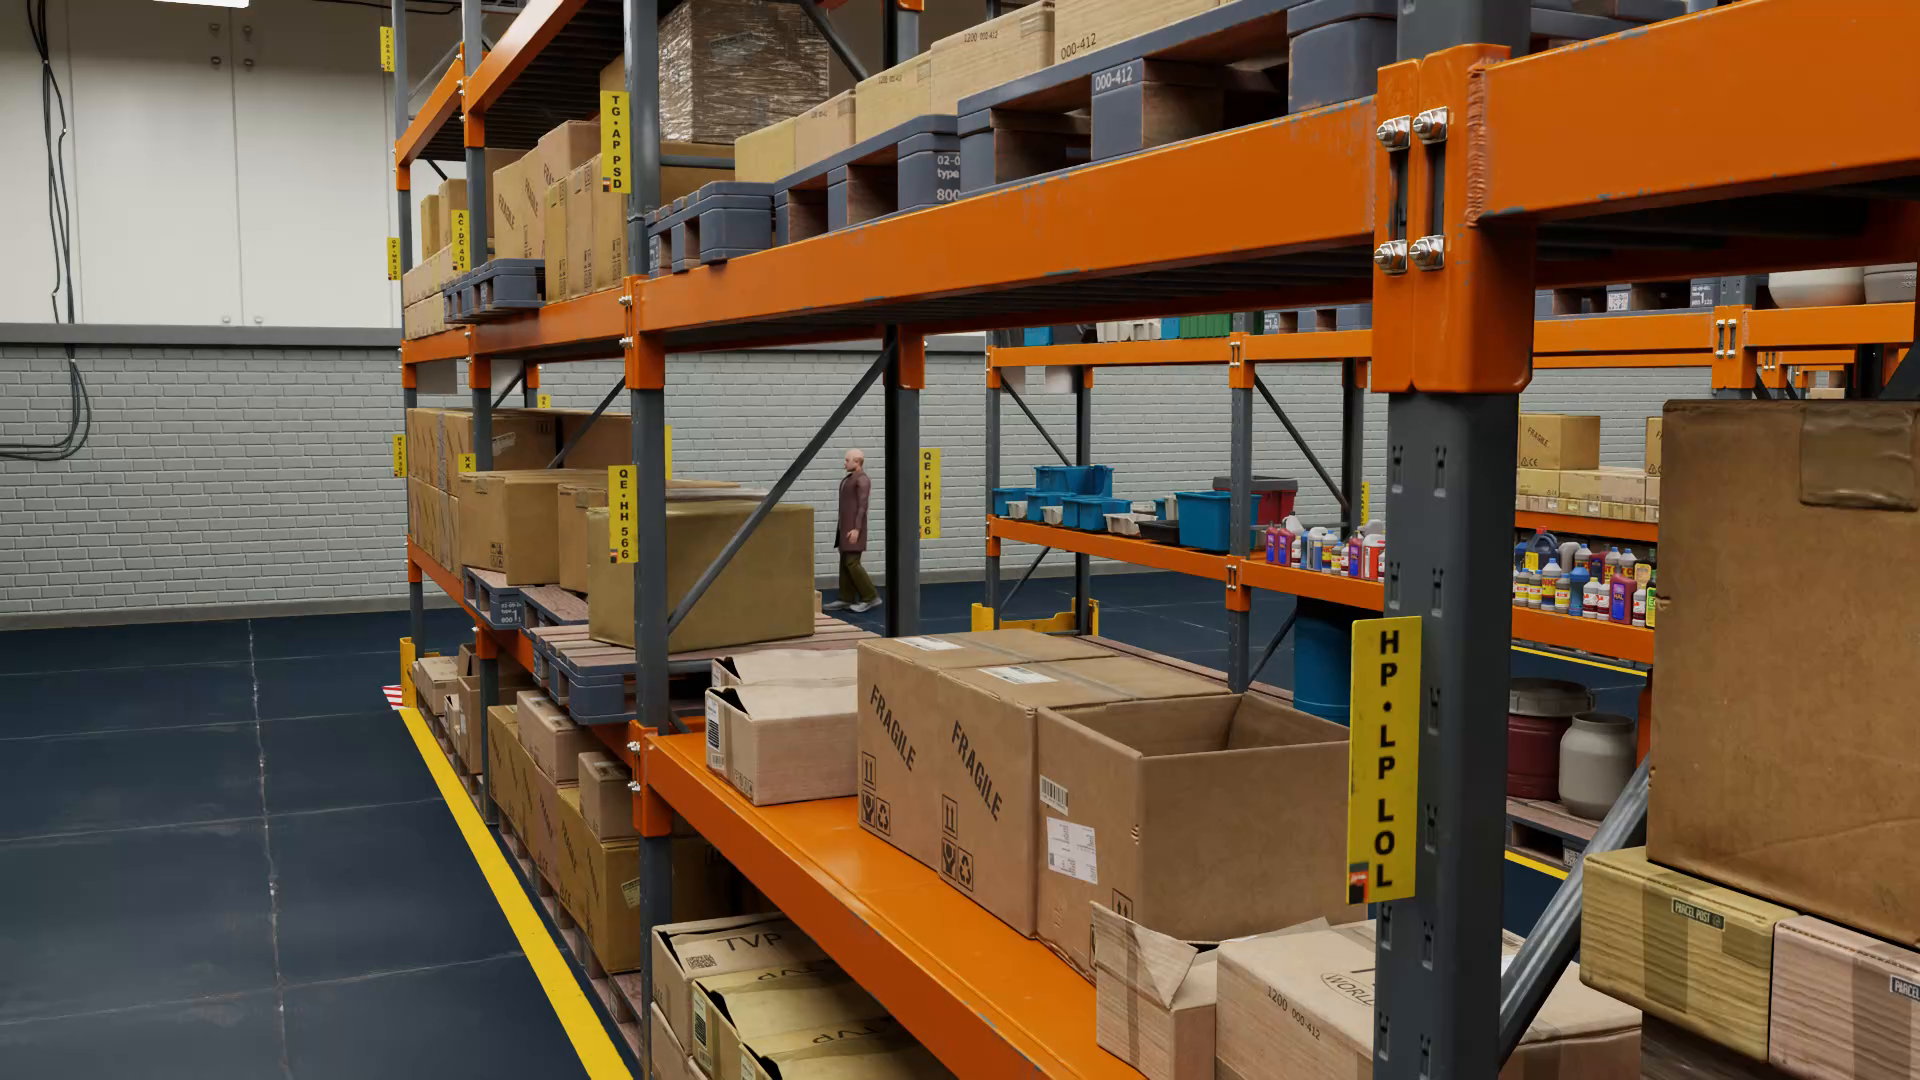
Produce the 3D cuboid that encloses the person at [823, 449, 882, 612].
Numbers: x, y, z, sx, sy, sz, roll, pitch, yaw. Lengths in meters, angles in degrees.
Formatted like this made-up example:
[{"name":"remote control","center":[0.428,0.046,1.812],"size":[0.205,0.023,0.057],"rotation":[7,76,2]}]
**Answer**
[{"name":"person","center":[-1.185,-0.105,18.225],"size":[0.617,1.783,0.609],"rotation":[-2,6,-18]}]
